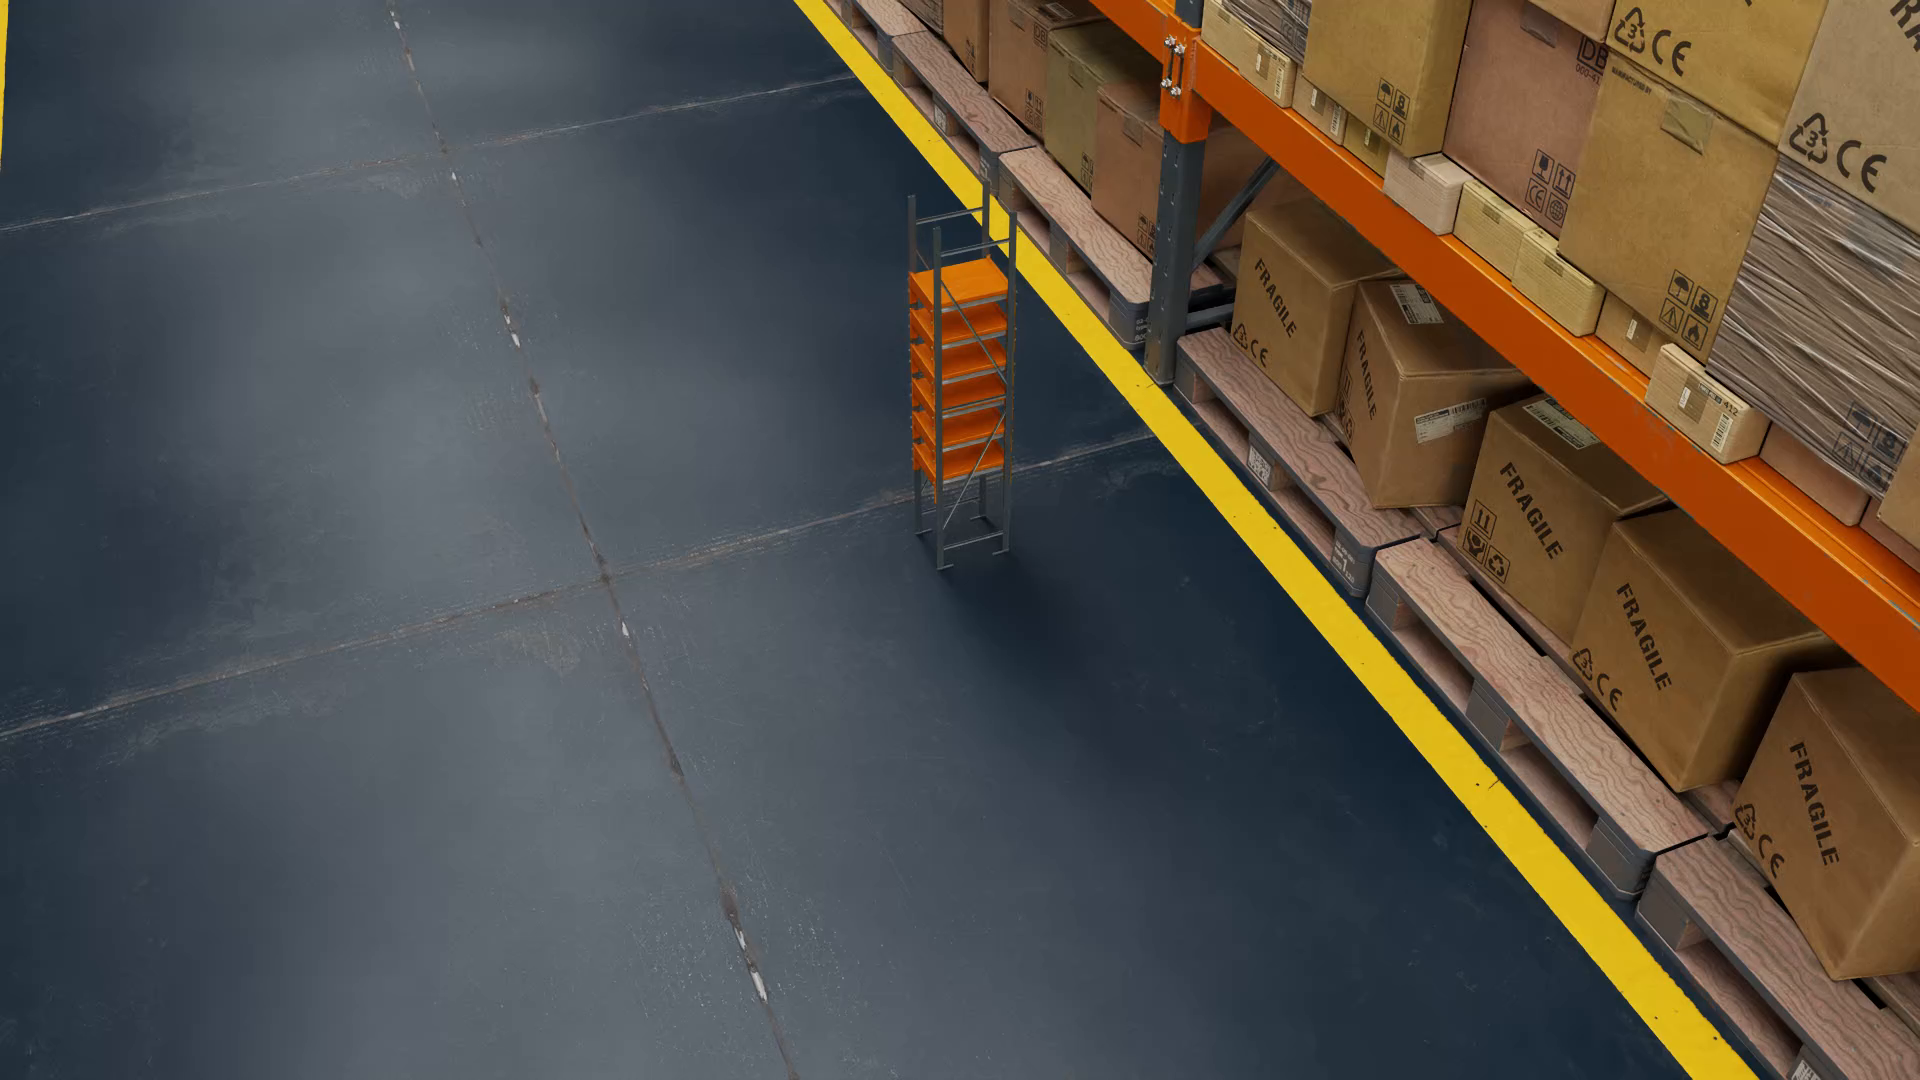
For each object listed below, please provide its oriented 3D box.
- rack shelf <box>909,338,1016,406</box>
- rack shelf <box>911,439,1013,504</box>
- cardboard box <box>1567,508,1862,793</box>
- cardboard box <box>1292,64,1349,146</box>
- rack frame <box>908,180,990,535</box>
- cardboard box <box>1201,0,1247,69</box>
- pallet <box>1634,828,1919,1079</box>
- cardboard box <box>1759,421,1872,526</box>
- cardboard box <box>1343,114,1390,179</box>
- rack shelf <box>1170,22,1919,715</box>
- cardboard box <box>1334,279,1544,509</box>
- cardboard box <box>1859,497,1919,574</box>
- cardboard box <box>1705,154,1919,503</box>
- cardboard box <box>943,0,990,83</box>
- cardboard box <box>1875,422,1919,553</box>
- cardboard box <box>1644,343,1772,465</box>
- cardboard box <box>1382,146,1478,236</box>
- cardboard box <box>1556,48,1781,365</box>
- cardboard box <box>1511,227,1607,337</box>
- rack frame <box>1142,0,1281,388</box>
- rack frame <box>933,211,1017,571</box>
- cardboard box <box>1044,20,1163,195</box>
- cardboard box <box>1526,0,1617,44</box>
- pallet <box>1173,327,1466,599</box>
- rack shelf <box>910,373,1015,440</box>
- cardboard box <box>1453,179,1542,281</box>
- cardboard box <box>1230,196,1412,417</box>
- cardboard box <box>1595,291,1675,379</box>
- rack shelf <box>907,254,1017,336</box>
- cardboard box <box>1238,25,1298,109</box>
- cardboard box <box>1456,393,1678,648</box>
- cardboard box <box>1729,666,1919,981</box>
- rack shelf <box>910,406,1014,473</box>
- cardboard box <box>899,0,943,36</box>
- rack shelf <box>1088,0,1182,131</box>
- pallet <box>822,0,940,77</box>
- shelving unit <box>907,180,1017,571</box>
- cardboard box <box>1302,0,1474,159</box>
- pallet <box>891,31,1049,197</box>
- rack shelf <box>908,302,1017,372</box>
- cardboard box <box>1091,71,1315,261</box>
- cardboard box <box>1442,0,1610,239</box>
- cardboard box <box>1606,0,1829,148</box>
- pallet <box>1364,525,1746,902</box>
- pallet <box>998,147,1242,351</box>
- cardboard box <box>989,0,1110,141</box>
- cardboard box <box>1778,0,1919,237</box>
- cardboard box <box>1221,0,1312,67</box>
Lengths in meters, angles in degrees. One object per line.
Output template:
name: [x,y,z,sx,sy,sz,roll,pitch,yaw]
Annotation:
rack shelf: [0.006,-0.504,4.799,0.258,0.103,0.180,-15,43,-17]
rack shelf: [0.006,-0.231,5.034,0.258,0.103,0.180,-15,43,-17]
cardboard box: [1.965,0.248,4.256,0.500,0.500,0.500,-11,42,-13]
cardboard box: [1.149,-1.239,4.582,0.380,0.149,0.250,-15,43,-17]
rack frame: [-0.029,-0.501,4.913,0.240,1.200,0.006,-15,43,-17]
cardboard box: [0.944,-1.536,4.928,0.380,0.149,0.250,-15,43,-17]
pallet: [2.363,1.087,3.824,1.003,0.211,1.213,-15,43,-17]
cardboard box: [1.877,-0.200,3.375,0.380,0.149,0.250,-15,43,-17]
cardboard box: [1.254,-1.090,4.410,0.380,0.149,0.250,-15,43,-17]
rack shelf: [1.905,-0.358,3.918,1.077,0.370,4.000,-15,43,-17]
cardboard box: [1.482,-0.453,5.072,0.500,0.500,0.500,-3,41,-3]
cardboard box: [1.994,-0.055,3.206,0.380,0.149,0.250,-15,43,-17]
cardboard box: [2.032,-0.498,3.224,0.875,0.500,0.500,-15,43,-17]
cardboard box: [0.332,-2.395,7.314,0.700,0.500,0.500,-12,42,-13]
cardboard box: [2.183,-0.186,2.861,0.875,0.500,0.500,-15,43,-17]
cardboard box: [1.700,-0.329,3.524,0.380,0.149,0.250,-15,43,-17]
cardboard box: [1.311,-0.929,4.223,0.380,0.149,0.250,-15,43,-17]
cardboard box: [1.851,-0.803,3.578,0.875,0.500,0.500,-15,43,-17]
cardboard box: [1.531,-0.636,3.882,0.380,0.149,0.250,-15,43,-17]
rack frame: [1.140,-1.836,5.084,1.000,3.000,0.127,-15,43,-17]
rack frame: [0.041,-0.391,4.785,0.240,1.200,0.006,-15,43,-17]
cardboard box: [0.760,-1.722,6.532,0.700,0.500,0.500,-15,43,-17]
cardboard box: [1.461,-1.429,3.540,0.500,0.500,0.500,-15,43,-17]
pallet: [1.430,-0.383,5.533,1.003,0.211,1.213,-15,43,-17]
rack shelf: [0.006,-0.413,4.878,0.258,0.103,0.180,-15,43,-17]
cardboard box: [1.445,-0.789,4.060,0.380,0.149,0.250,-15,43,-17]
cardboard box: [1.256,-0.796,5.471,0.500,0.500,0.500,-16,43,-18]
cardboard box: [1.668,-0.497,3.720,0.380,0.149,0.250,-15,43,-17]
rack shelf: [0.006,-0.685,4.643,0.258,0.103,0.180,-15,43,-17]
cardboard box: [1.028,-1.382,4.750,0.380,0.149,0.250,-15,43,-17]
cardboard box: [1.792,-0.099,4.660,0.500,0.500,0.500,-19,44,-21]
cardboard box: [2.187,0.630,3.812,0.500,0.500,0.500,-5,41,-6]
rack shelf: [0.006,-0.322,4.956,0.258,0.103,0.180,-15,43,-17]
cardboard box: [0.108,-2.735,7.710,0.700,0.500,0.500,-19,44,-20]
rack shelf: [0.375,-2.768,6.720,1.077,0.370,4.000,-15,43,-17]
pallet: [-0.093,-2.717,8.248,1.003,0.211,1.213,-15,43,-17]
shelving unit: [0.006,-0.446,4.849,0.258,1.200,0.189,-15,43,-17]
cardboard box: [1.414,-1.390,4.261,0.875,0.500,0.500,-15,43,-17]
pallet: [0.370,-1.983,7.394,1.003,0.211,1.213,-15,43,-17]
rack shelf: [0.006,-0.594,4.721,0.258,0.103,0.180,-15,43,-17]
cardboard box: [0.925,-1.430,6.192,0.700,0.500,0.500,-18,44,-20]
cardboard box: [1.698,-1.114,3.940,0.875,0.500,0.500,-15,43,-17]
cardboard box: [1.662,-1.131,3.193,0.500,0.500,0.500,-15,43,-17]
pallet: [1.900,0.353,4.677,1.003,0.211,1.213,-15,43,-17]
pallet: [0.841,-1.247,6.539,1.003,0.211,1.213,-15,43,-17]
cardboard box: [0.545,-2.059,6.924,0.700,0.500,0.500,-19,44,-20]
cardboard box: [1.846,-0.827,2.840,0.500,0.500,0.500,-15,43,-17]
cardboard box: [1.255,-1.700,4.622,0.875,0.500,0.500,-15,43,-17]
